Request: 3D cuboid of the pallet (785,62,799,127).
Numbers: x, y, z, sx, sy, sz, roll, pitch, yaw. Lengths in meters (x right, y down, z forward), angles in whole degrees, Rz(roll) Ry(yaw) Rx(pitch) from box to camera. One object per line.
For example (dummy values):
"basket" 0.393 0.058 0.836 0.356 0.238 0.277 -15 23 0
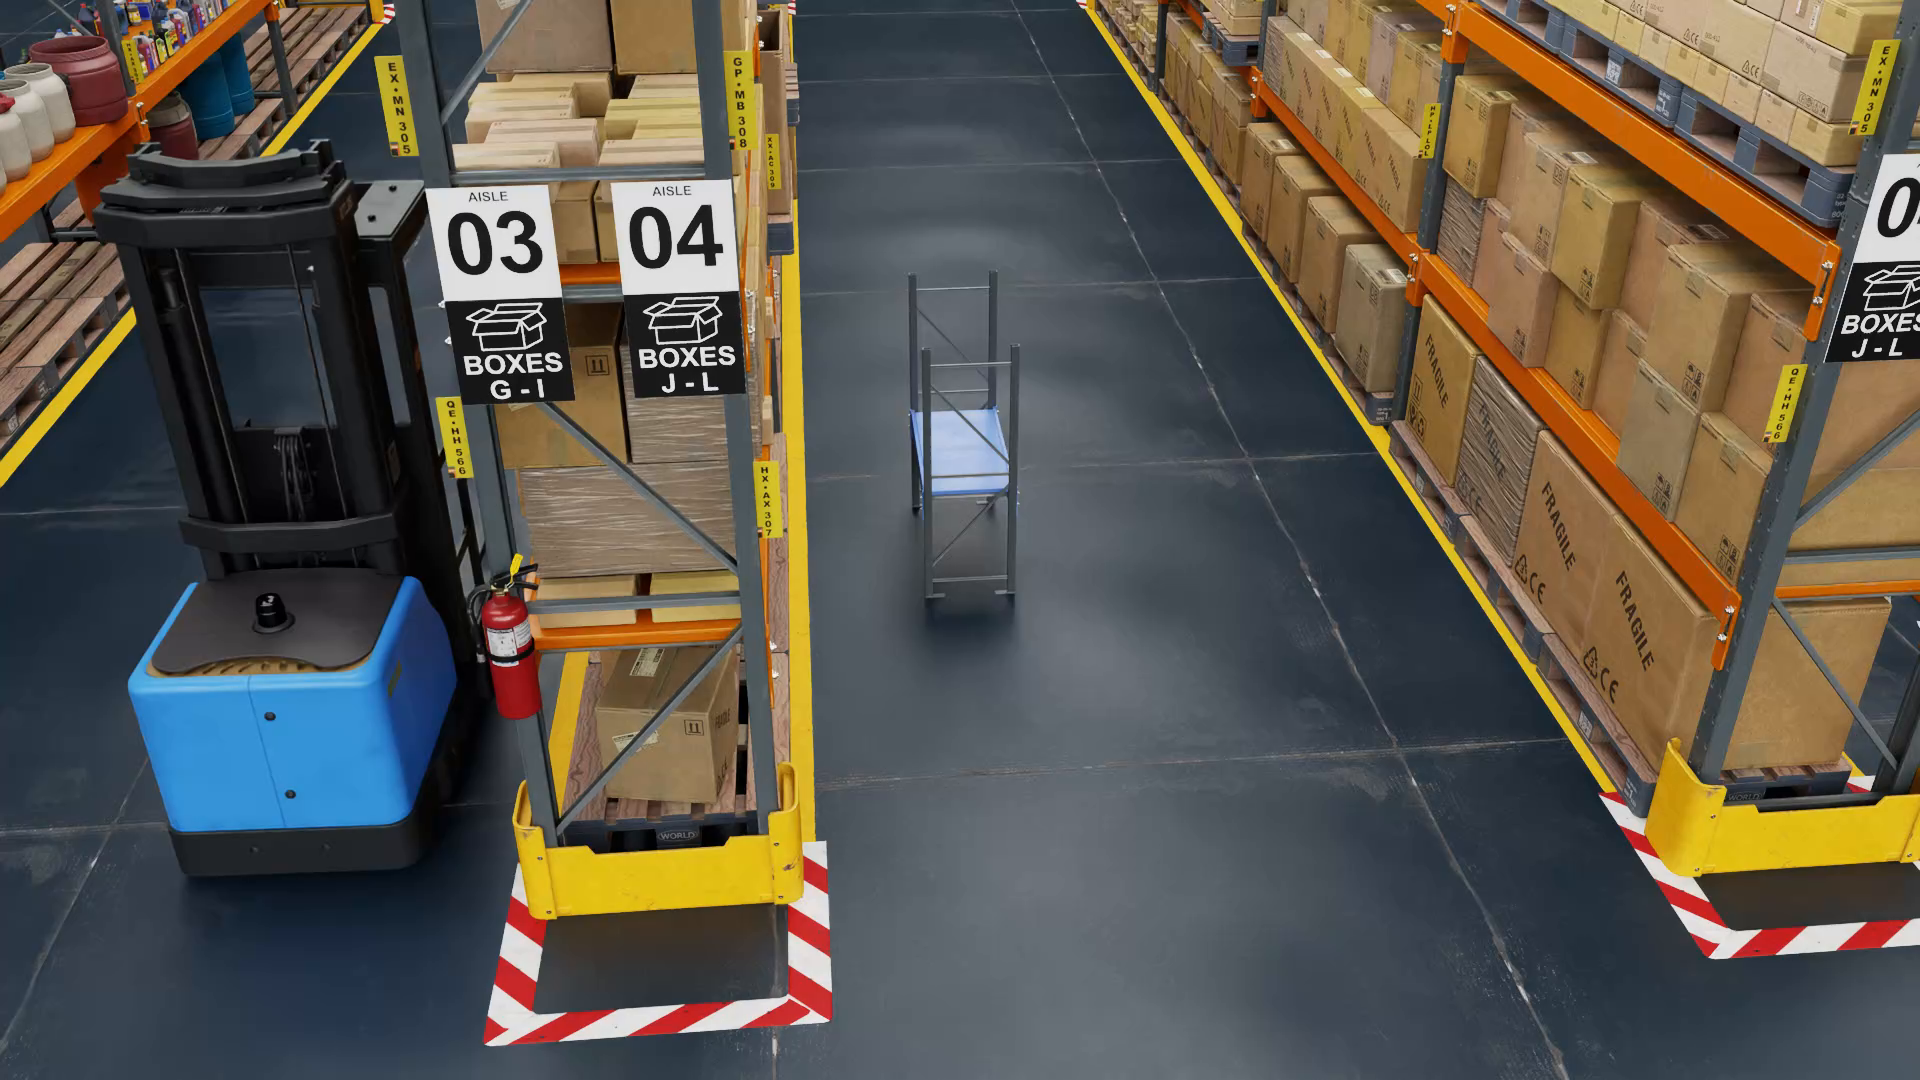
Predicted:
"pallet" -1.837 -3.395 12.696 1.213 0.211 1.003 -3 31 -5

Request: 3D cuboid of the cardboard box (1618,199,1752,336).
"cardboard box" 3.629 -1.226 7.678 0.875 0.550 0.550 -3 31 -5

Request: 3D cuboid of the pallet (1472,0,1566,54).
"pallet" 3.378 -2.812 8.693 1.003 0.211 1.213 -3 31 -5

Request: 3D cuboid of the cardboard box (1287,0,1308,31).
"cardboard box" 2.970 -4.265 12.892 0.700 0.500 0.500 -3 31 -5

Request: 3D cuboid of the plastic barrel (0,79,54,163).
"plastic barrel" -6.593 -2.917 11.599 0.421 0.512 0.421 0 31 0

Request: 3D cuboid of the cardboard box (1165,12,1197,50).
"cardboard box" 2.370 -5.104 16.666 0.500 0.250 0.500 -4 31 -7

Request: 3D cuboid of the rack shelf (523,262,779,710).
"rack shelf" -1.449 -0.464 8.303 1.077 0.370 4.000 -3 31 -5

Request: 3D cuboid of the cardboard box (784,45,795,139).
"cardboard box" -2.129 -3.913 15.039 1.225 0.875 0.875 -3 31 -4

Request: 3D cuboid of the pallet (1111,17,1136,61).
"pallet" 2.349 -5.833 19.309 1.003 0.211 1.213 -3 31 -5

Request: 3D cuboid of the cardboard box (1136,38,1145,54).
"cardboard box" 2.158 -5.473 18.359 0.380 0.149 0.250 -4 31 -6

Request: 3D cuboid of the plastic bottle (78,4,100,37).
"plastic bottle" -7.484 -4.431 14.291 0.144 0.351 0.185 -3 31 -5

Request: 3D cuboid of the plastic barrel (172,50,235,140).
"plastic barrel" -7.215 -4.280 15.628 0.600 0.901 0.708 -3 31 -5

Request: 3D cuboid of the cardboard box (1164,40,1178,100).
"cardboard box" 2.369 -4.782 16.858 0.500 0.500 0.500 -2 31 -3

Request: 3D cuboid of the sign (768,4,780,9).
"sign" -1.471 -4.330 13.022 0.100 0.325 0.005 -3 31 -5

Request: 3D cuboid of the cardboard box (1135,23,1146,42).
"cardboard box" 2.138 -5.568 18.227 0.380 0.149 0.250 -4 31 -6

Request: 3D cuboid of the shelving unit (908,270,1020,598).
"shelving unit" 0.008 -0.600 9.292 0.538 1.500 1.048 -3 31 -5

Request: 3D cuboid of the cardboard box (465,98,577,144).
"cardboard box" -1.641 -1.546 6.246 0.380 0.149 0.250 -4 31 -7

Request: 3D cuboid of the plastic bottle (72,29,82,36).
"plastic bottle" -7.482 -4.225 14.092 0.097 0.201 0.097 0 31 0

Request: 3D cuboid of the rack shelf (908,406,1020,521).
"rack shelf" 0.008 -0.446 9.385 0.538 0.185 1.000 -3 31 -5

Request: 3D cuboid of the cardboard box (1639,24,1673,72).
"cardboard box" 3.199 -2.143 7.226 0.380 0.149 0.250 -3 31 -4

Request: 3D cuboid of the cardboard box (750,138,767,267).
"cardboard box" -1.226 -1.667 8.253 0.500 0.500 0.500 -3 31 -5

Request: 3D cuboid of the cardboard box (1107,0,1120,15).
"cardboard box" 1.971 -6.388 19.891 0.380 0.149 0.250 -2 31 -4

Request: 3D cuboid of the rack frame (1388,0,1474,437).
"rack frame" 3.312 -1.980 10.140 1.000 3.000 0.127 -3 31 -5

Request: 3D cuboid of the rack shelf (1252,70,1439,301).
"rack shelf" 3.125 -2.692 12.034 1.077 0.370 4.000 -3 31 -5

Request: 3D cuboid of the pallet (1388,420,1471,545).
"pallet" 3.305 -0.391 10.199 1.003 0.211 1.213 -3 31 -5

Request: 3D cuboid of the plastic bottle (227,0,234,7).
"plastic bottle" -6.903 -5.166 15.522 0.144 0.351 0.185 -3 31 -5

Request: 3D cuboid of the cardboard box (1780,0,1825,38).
"cardboard box" 3.294 -1.967 6.152 0.380 0.149 0.250 -3 31 -4

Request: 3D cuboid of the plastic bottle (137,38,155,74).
"plastic bottle" -6.645 -3.955 13.560 0.061 0.283 0.133 -3 31 -5

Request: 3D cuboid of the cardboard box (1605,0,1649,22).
"cardboard box" 3.223 -2.518 7.464 0.500 0.250 0.500 -2 31 -4

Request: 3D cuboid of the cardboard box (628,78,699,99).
"cardboard box" -1.087 -1.701 6.504 0.380 0.149 0.250 -2 31 -3

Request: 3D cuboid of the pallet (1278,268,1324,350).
"pallet" 3.047 -1.798 12.554 1.003 0.211 1.213 -3 31 -5

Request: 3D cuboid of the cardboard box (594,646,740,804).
"cardboard box" -1.304 0.821 7.478 0.500 0.500 0.500 3 31 5

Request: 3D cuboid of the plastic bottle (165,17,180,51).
"plastic bottle" -6.730 -4.312 14.170 0.097 0.271 0.097 0 31 0

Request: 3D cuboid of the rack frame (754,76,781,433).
"rack frame" -1.636 -1.794 9.828 1.000 3.000 0.127 -3 31 -5

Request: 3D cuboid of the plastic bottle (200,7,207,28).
"plastic bottle" -6.803 -4.681 14.856 0.097 0.201 0.097 0 31 0

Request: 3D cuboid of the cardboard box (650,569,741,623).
"cardboard box" -1.052 0.199 6.737 0.380 0.149 0.250 -3 31 -5

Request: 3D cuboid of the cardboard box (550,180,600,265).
"cardboard box" -1.560 -1.209 6.070 0.500 0.250 0.500 -2 31 -3

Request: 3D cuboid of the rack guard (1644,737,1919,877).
"rack guard" 3.688 1.148 7.341 1.175 0.500 0.348 -3 31 -5

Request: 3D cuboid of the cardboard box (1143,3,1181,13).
"cardboard box" 2.231 -5.837 18.387 0.380 0.149 0.250 -2 31 -3

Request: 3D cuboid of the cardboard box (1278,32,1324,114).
"cardboard box" 2.761 -3.564 12.693 0.500 0.500 0.500 -3 31 -5

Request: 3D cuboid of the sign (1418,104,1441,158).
"sign" 2.772 -2.412 9.811 0.100 0.325 0.005 -3 31 -5

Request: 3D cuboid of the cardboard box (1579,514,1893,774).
"cardboard box" 3.556 0.451 7.732 0.875 0.875 0.875 -3 31 -4

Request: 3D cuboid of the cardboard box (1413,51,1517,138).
"cardboard box" 3.259 -2.705 10.282 0.700 0.500 0.500 -3 31 -5

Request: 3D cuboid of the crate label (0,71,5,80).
"crate label" -7.118 -3.094 11.970 0.502 0.435 0.616 -3 31 -5

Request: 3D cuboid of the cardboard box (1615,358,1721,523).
"cardboard box" 3.532 -0.469 7.464 0.875 0.550 0.550 -3 31 -5

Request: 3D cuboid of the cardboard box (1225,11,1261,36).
"cardboard box" 2.434 -4.325 13.900 0.380 0.149 0.250 -2 31 -4

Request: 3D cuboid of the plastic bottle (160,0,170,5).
"plastic bottle" -7.494 -5.130 15.607 0.097 0.201 0.097 0 31 0

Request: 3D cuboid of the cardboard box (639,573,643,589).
"cardboard box" -1.517 0.093 6.915 0.380 0.149 0.250 -3 31 -5

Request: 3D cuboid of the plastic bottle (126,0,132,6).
"plastic bottle" -7.564 -4.861 15.083 0.152 0.276 0.135 -3 31 -5

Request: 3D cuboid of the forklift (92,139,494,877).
"forklift" -2.954 -0.530 7.779 1.130 2.935 3.031 -2 31 -3

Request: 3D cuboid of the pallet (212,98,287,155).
"pallet" -7.284 -4.048 16.321 1.003 0.211 1.213 -3 31 -5
